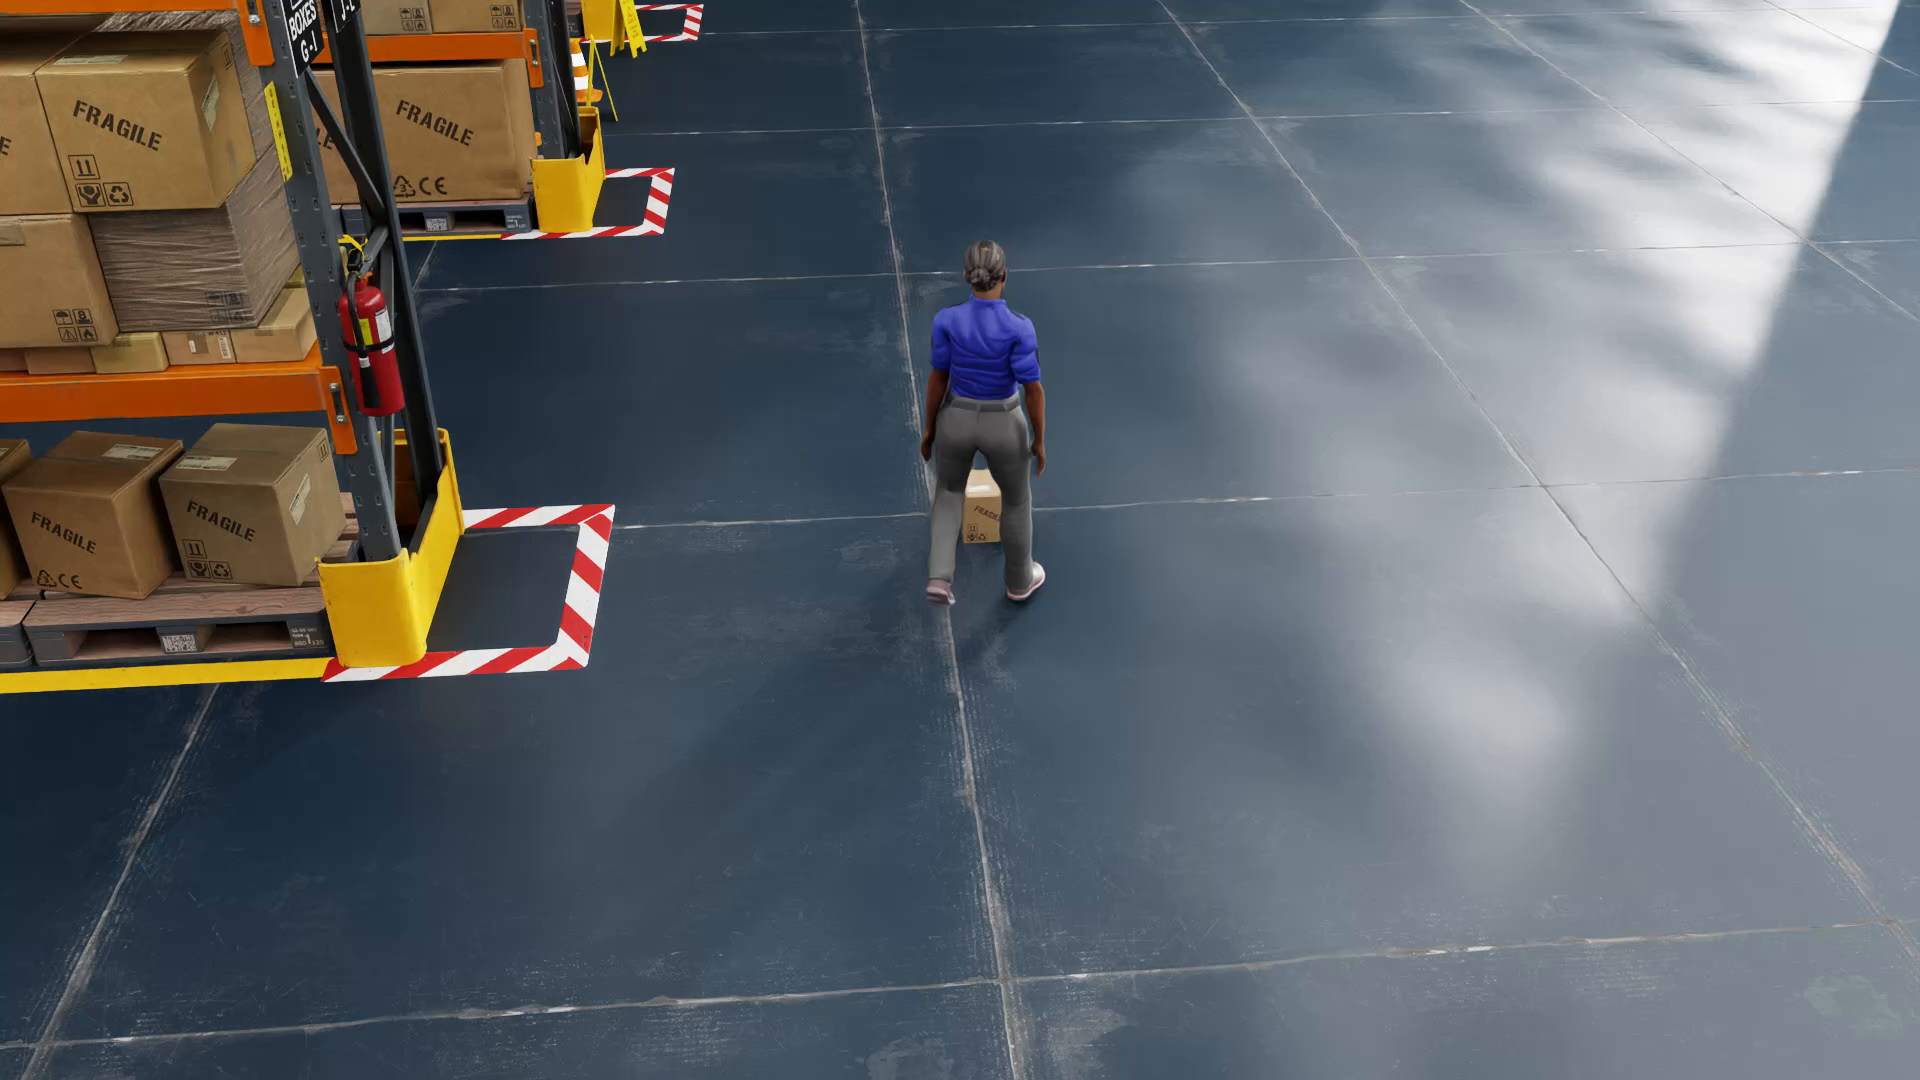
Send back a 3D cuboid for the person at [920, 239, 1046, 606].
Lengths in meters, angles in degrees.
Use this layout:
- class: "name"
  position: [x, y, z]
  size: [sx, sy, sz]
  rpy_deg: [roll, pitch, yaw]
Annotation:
- class: "person"
  position: [0.098, -0.436, 6.838]
  size: [0.529, 1.649, 0.587]
  rpy_deg: [5, 32, 9]
